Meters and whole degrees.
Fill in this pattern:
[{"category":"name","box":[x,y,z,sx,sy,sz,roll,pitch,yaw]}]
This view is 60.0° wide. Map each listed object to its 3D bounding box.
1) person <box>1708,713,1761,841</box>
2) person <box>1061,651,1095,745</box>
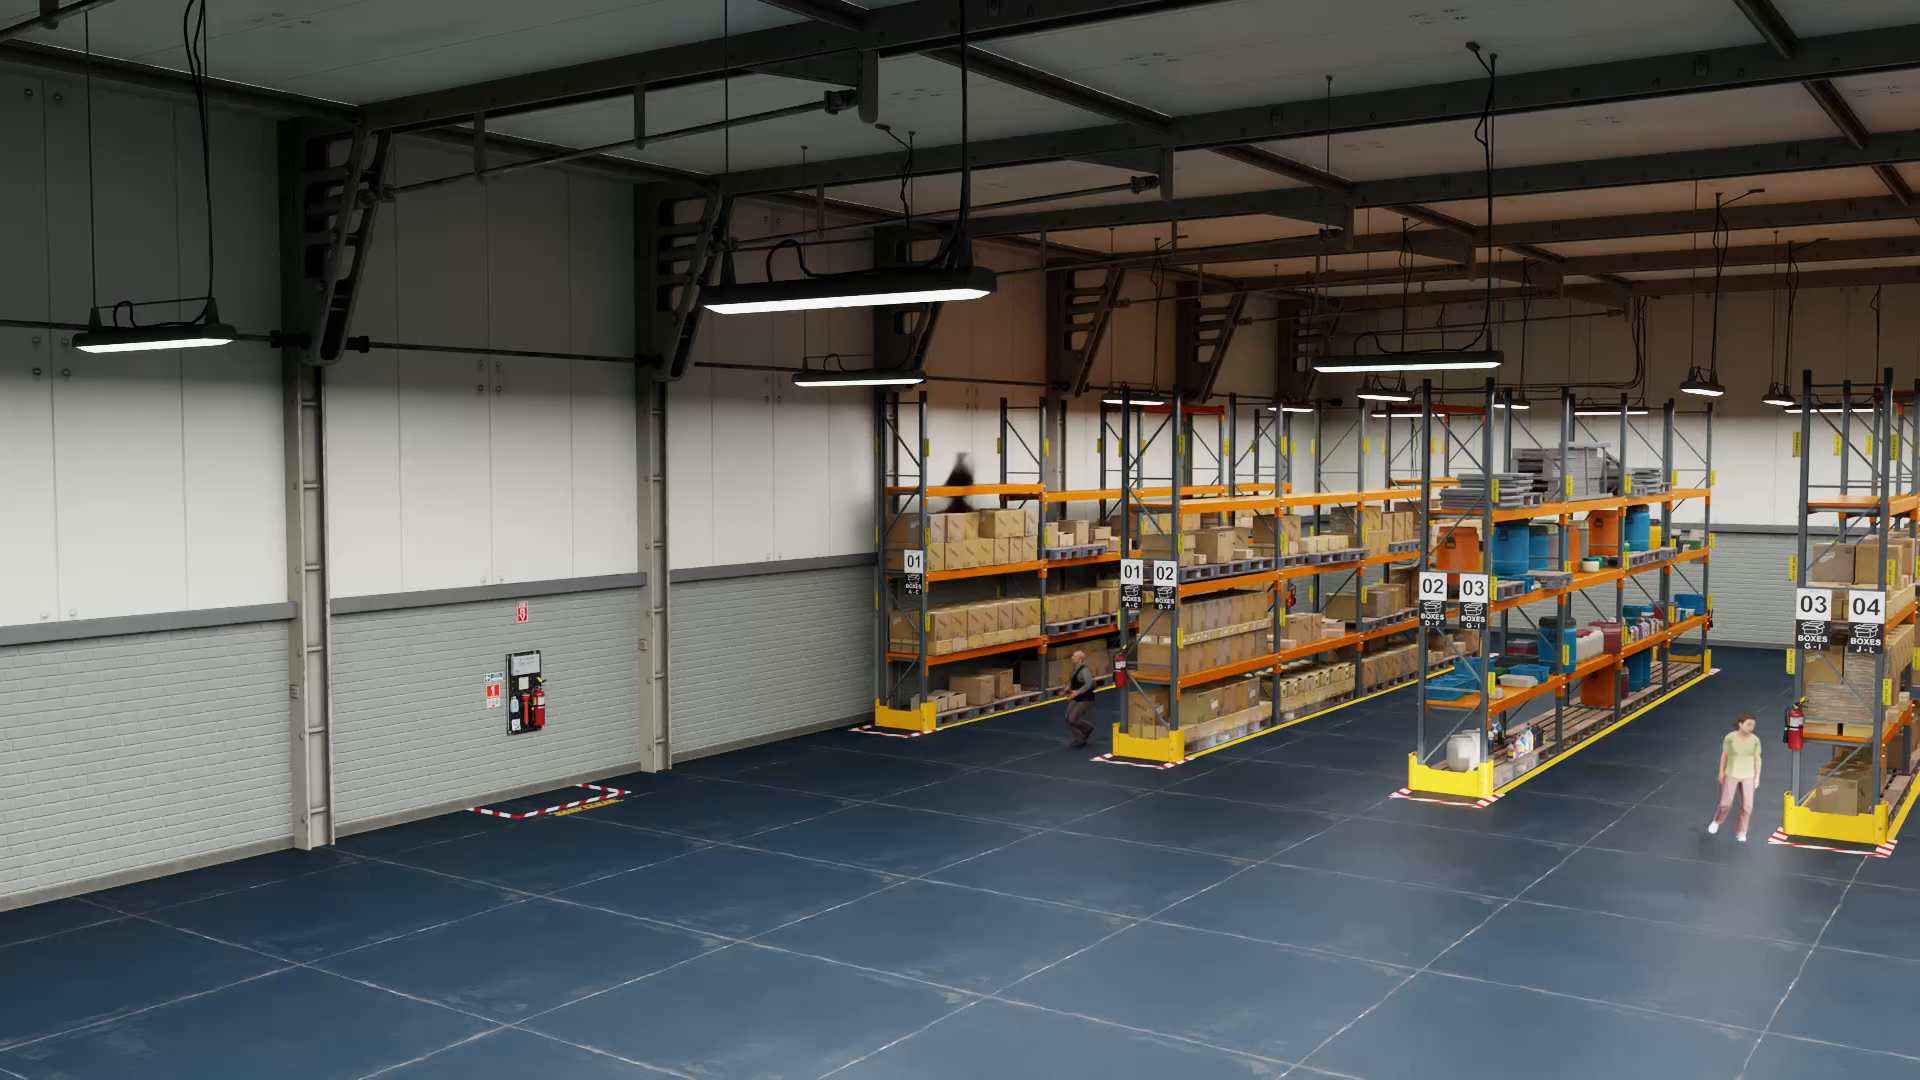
[{"category":"person","box":[9.875,3.001,21.193,0.563,1.640,0.507,1,3,11]},{"category":"person","box":[2.018,2.663,27.859,0.509,1.631,0.720,-2,4,-28]}]
